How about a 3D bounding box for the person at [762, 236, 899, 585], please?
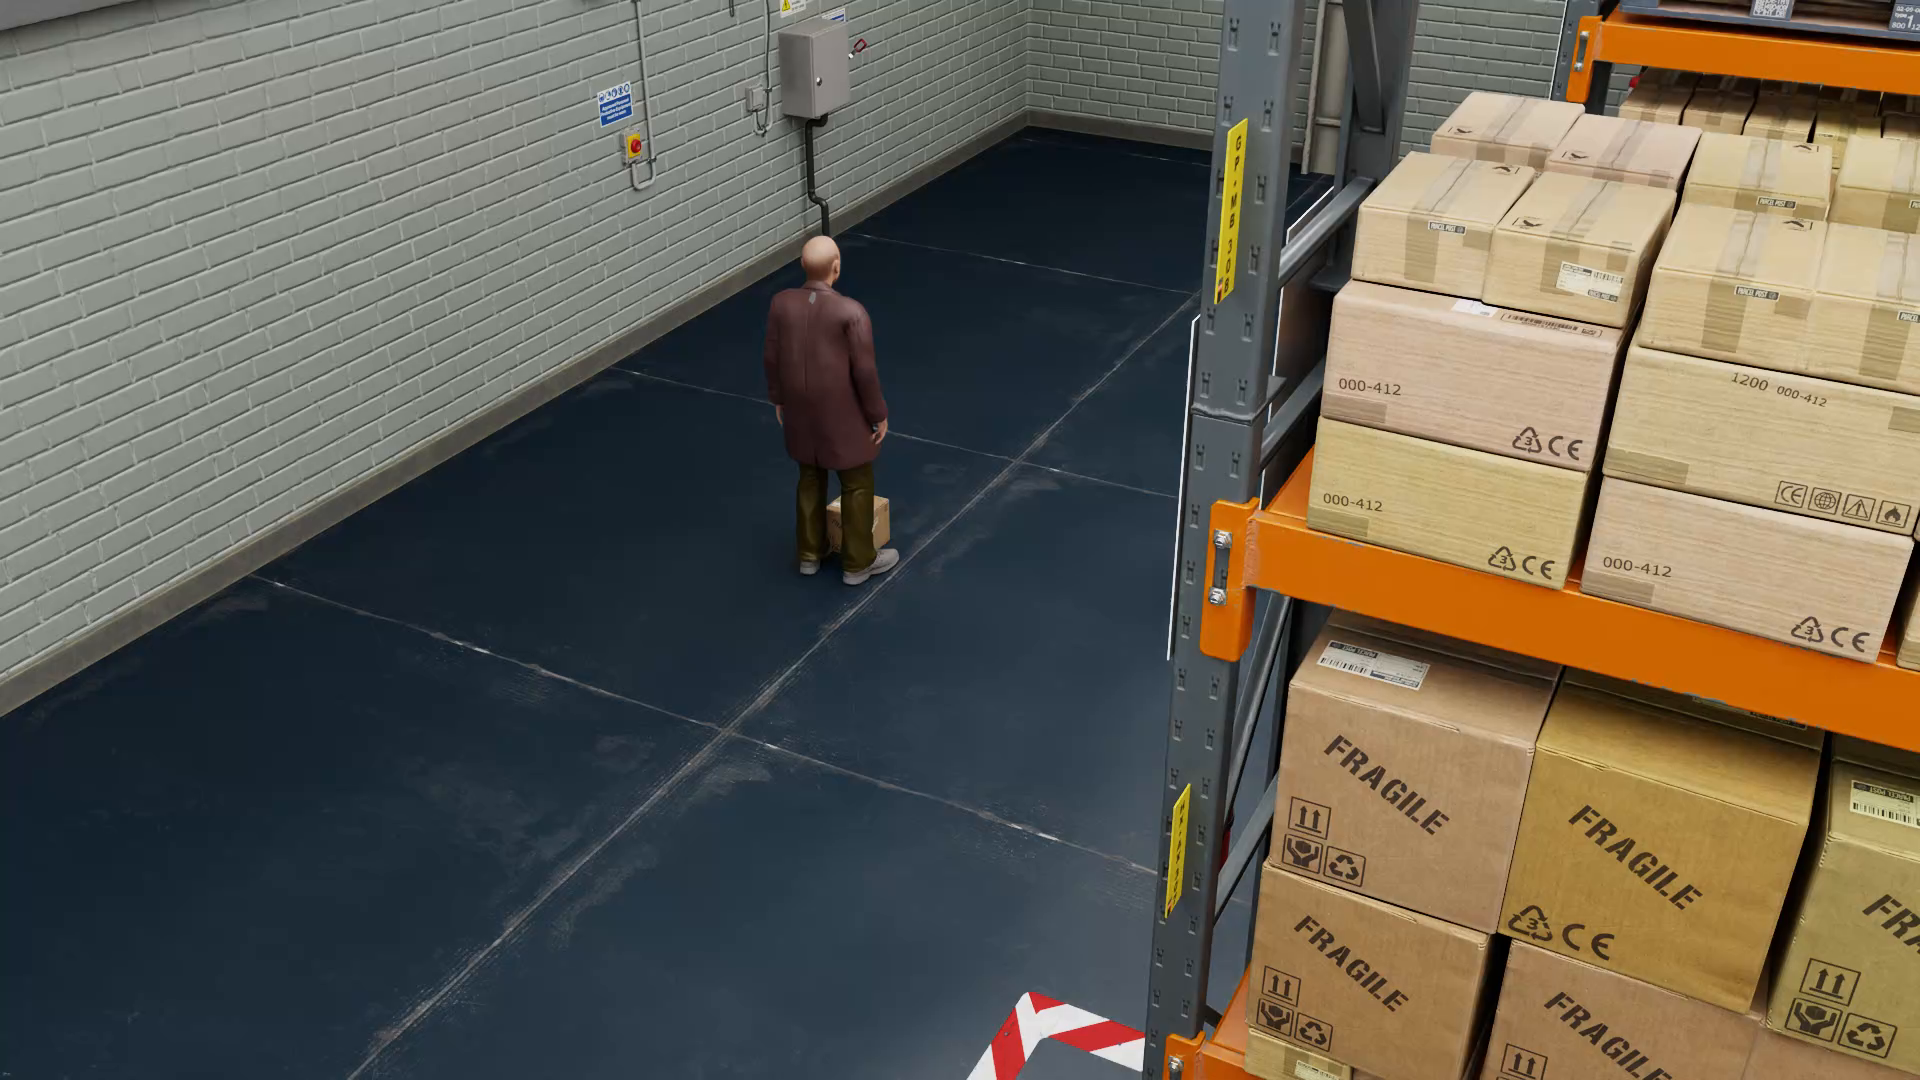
[{"bbox_3d":[-0.663,-0.638,8.265,0.656,1.774,0.418,13,32,21],"label":"person"}]
